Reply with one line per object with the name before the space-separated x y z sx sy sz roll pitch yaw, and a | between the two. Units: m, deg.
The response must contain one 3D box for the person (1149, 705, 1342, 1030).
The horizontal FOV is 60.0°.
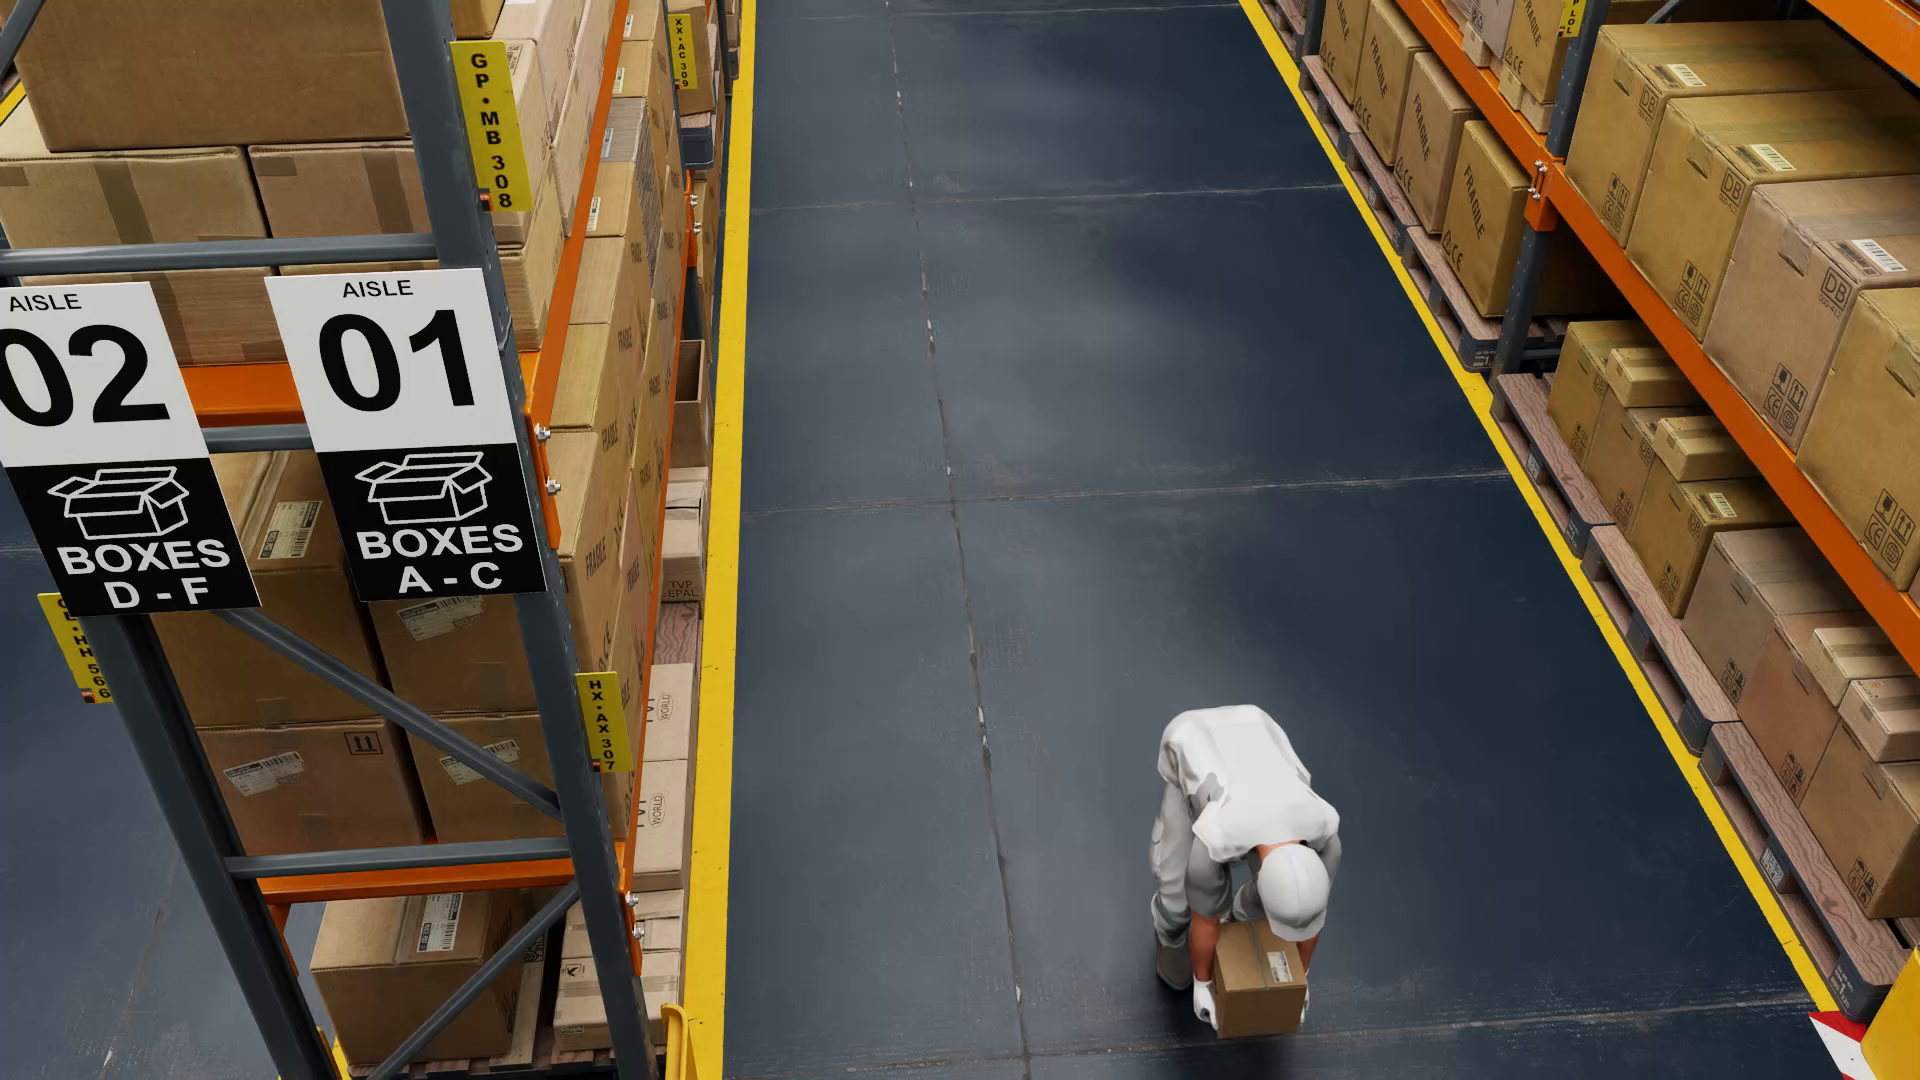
person | 0.884 1.110 5.271 0.512 1.136 0.950 -5 39 -6
